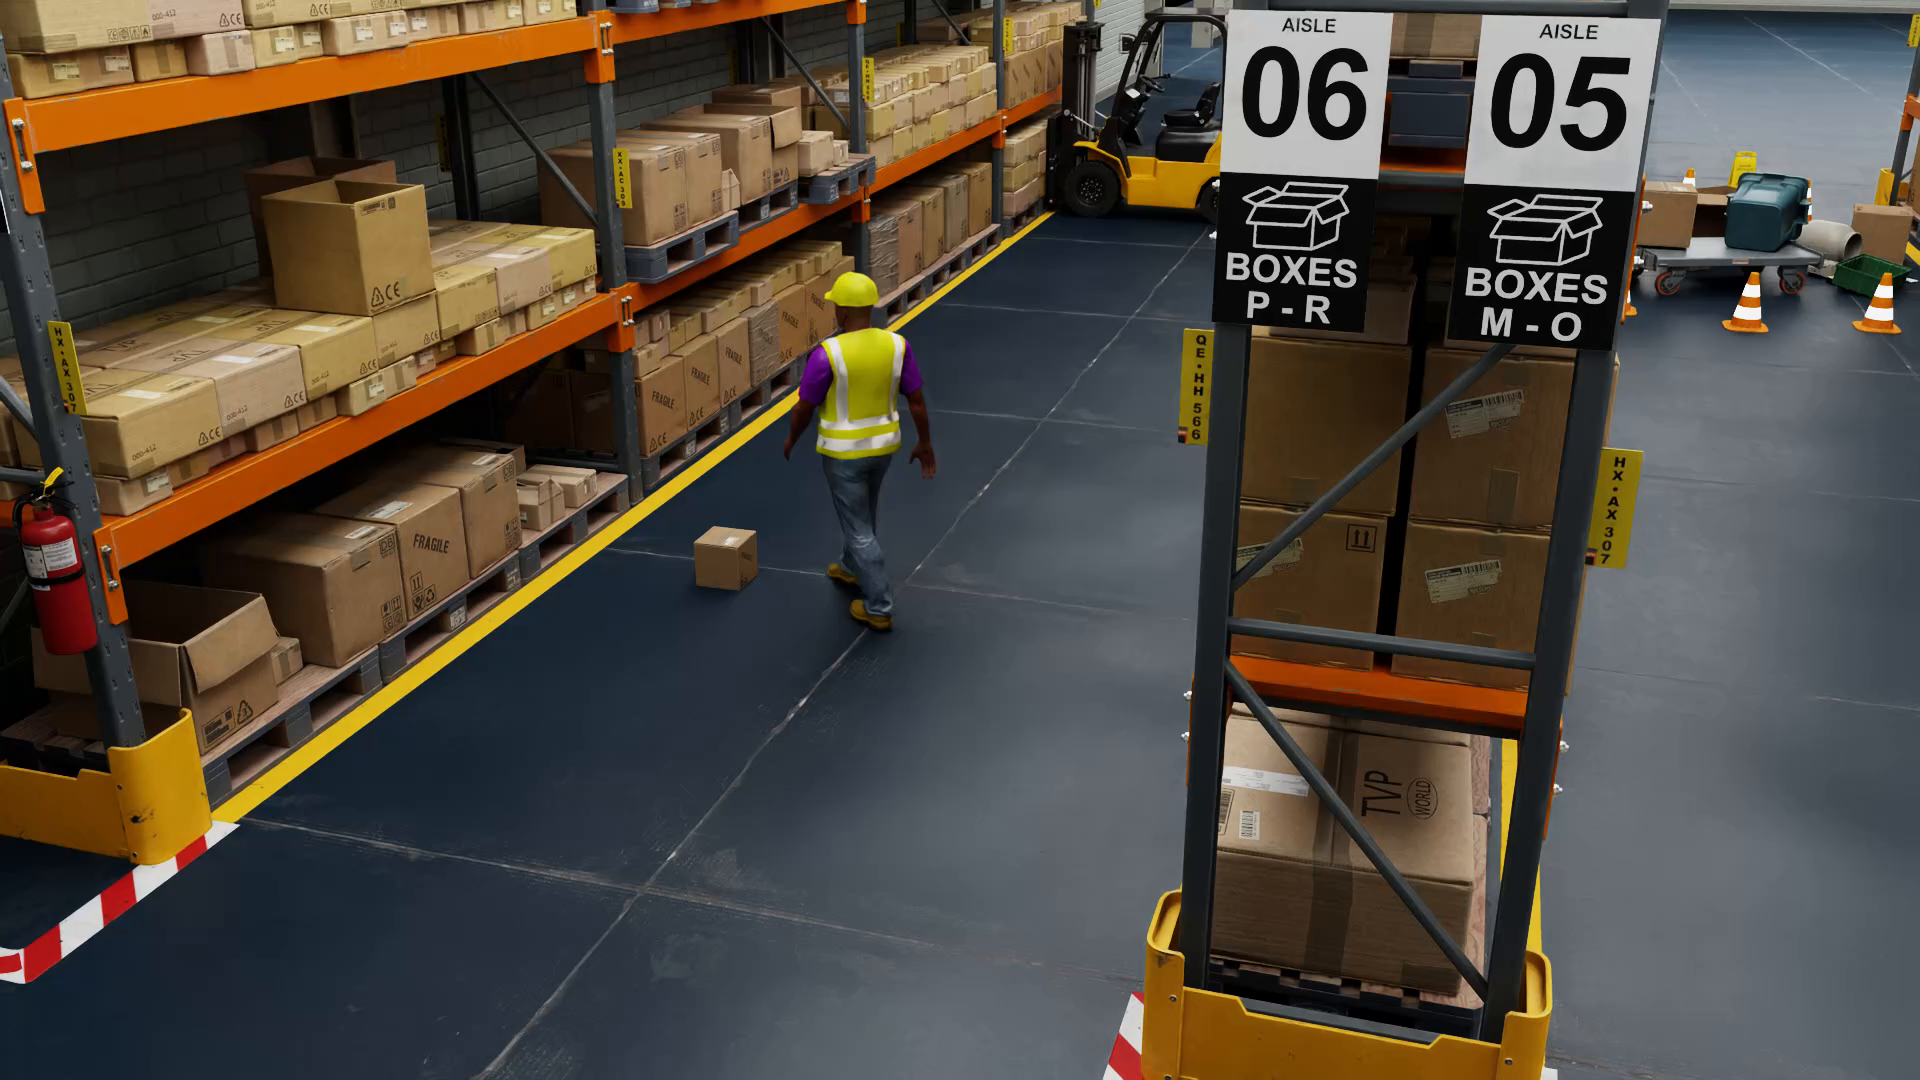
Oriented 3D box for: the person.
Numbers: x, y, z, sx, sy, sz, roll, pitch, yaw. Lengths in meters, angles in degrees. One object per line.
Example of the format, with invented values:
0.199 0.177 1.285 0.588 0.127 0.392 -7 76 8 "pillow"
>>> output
-0.550 -0.494 8.282 0.678 1.738 0.842 -14 26 -31 "person"
